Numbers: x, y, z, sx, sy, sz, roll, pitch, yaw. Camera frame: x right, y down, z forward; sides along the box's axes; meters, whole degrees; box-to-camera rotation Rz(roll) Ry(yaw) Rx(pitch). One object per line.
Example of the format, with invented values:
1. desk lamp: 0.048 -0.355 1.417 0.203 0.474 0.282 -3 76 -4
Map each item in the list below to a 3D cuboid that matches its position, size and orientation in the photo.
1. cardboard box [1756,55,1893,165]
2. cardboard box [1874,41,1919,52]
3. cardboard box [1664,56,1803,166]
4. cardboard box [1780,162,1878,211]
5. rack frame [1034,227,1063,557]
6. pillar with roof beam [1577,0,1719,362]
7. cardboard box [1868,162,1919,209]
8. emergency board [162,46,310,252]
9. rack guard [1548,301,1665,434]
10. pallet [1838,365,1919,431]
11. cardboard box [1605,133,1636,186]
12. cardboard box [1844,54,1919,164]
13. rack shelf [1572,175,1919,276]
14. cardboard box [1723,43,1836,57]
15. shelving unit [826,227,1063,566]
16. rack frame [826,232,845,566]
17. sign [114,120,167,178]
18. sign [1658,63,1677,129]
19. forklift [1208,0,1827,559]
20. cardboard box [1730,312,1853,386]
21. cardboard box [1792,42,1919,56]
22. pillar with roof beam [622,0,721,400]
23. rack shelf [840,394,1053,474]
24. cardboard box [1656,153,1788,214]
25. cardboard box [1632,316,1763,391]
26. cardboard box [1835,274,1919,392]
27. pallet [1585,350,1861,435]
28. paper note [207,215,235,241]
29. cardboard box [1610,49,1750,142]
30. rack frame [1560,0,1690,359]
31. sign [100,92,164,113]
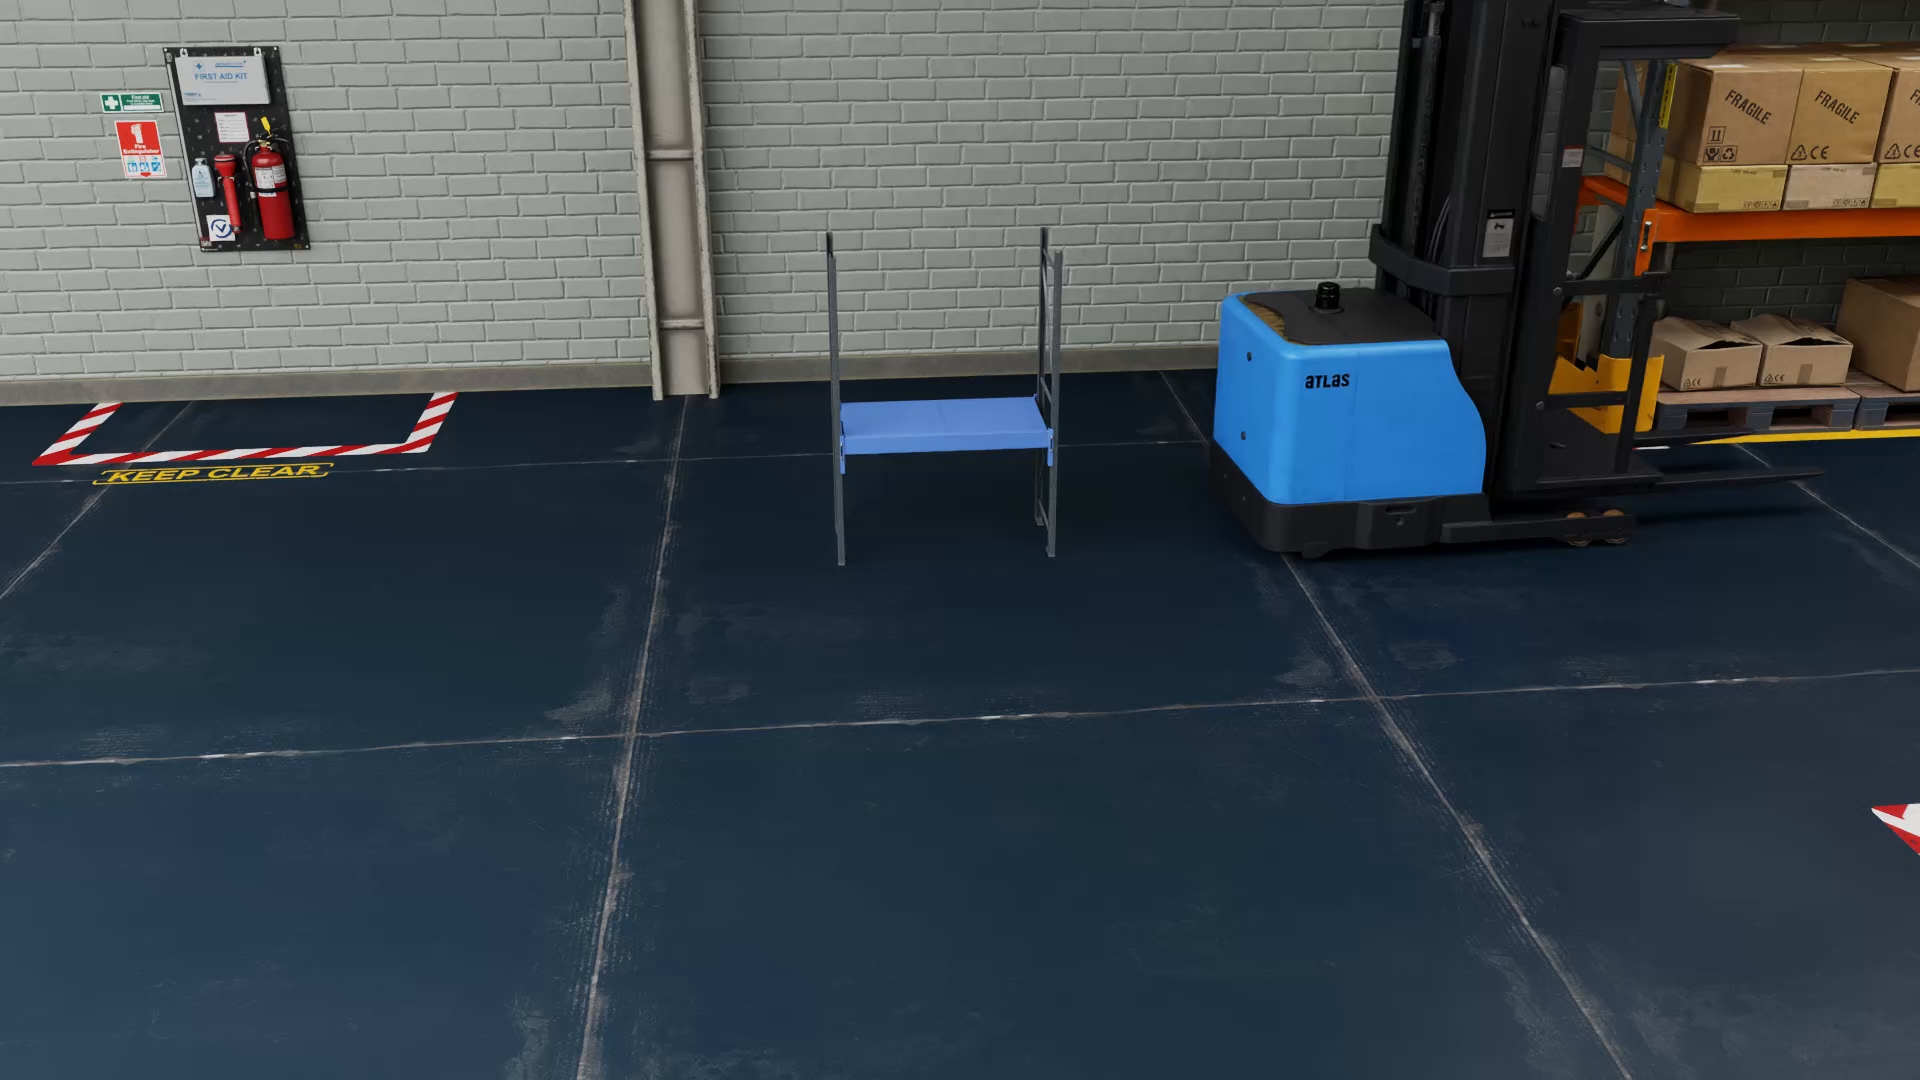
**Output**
1. cardboard box: 4.663 -2.356 9.093 0.500 0.500 0.500 -2 24 -5
2. cardboard box: 5.631 -2.606 9.656 0.500 0.500 0.500 -2 24 -4
3. cardboard box: 4.170 -2.340 9.058 0.500 0.500 0.500 -2 24 -5
4. cardboard box: 4.698 -2.017 9.255 0.500 0.250 0.500 -3 24 -7
5. rack frame: 0.421 -0.702 7.983 0.032 1.500 0.500 -2 24 -5
6. pillar with roof beam: 4.700 -3.538 5.130 0.400 9.000 9.100 -2 24 -5
7. cardboard box: 5.205 -2.035 9.296 0.500 0.250 0.500 -3 24 -6
8. emergency board: -4.157 -2.214 9.538 0.643 1.169 0.194 -2 24 -5
9. rack guard: 3.741 -1.020 9.929 0.348 0.500 1.175 -2 24 -5
10. pallet: 5.765 -0.953 10.135 1.213 0.211 1.003 -2 24 -5
11. cardboard box: 4.112 -2.197 9.659 0.500 0.250 0.500 -2 24 -4
12. cardboard box: 5.178 -2.374 9.134 0.500 0.500 0.500 -3 24 -7
13. rack shelf: 5.656 -1.910 9.740 4.000 0.370 1.077 -2 24 -5
14. cardboard box: 4.616 -2.563 9.560 0.500 0.500 0.500 -2 24 -4
15. shelving unit: -0.085 -0.682 7.938 1.048 1.500 0.538 -2 24 -5
16. rack frame: -0.591 -0.662 7.892 0.032 1.500 0.500 -2 24 -5
17. sign: -4.717 -2.250 9.575 0.234 0.329 0.001 -2 24 -5
18. sign: 3.719 -2.335 8.745 0.005 0.325 0.100 -2 24 -5
19. forklift: 2.873 -1.515 8.051 3.031 2.935 1.130 -4 24 -8
20. cardboard box: 4.930 -1.145 9.903 0.500 0.311 0.500 0 24 -1
21. cardboard box: 5.130 -2.586 9.611 0.500 0.500 0.500 -3 24 -7
22. pillar with roof beam: -1.271 -3.298 4.592 0.400 9.000 9.100 -2 24 -5
23. rack shelf: -0.085 -0.518 8.011 1.000 0.185 0.538 -2 24 -5
24. cardboard box: 4.182 -1.991 9.196 0.500 0.250 0.500 -3 24 -7
25. cardboard box: 4.363 -1.123 9.851 0.500 0.311 0.500 -5 24 -11
26. cardboard box: 5.665 -1.241 9.885 0.500 0.500 0.700 -4 24 -8
27. pallet: 4.553 -0.906 10.028 1.213 0.211 1.003 -2 24 -5
28. paper note: -4.340 -1.832 9.763 0.142 0.148 0.016 -2 24 -5
29. cardboard box: 4.114 -2.547 9.524 0.500 0.500 0.500 -3 24 -6
30. rack frame: 3.666 -2.159 9.414 0.127 3.000 1.000 -2 24 -5
31. sign: -4.712 -2.488 9.459 0.331 0.109 0.001 -2 24 -5
